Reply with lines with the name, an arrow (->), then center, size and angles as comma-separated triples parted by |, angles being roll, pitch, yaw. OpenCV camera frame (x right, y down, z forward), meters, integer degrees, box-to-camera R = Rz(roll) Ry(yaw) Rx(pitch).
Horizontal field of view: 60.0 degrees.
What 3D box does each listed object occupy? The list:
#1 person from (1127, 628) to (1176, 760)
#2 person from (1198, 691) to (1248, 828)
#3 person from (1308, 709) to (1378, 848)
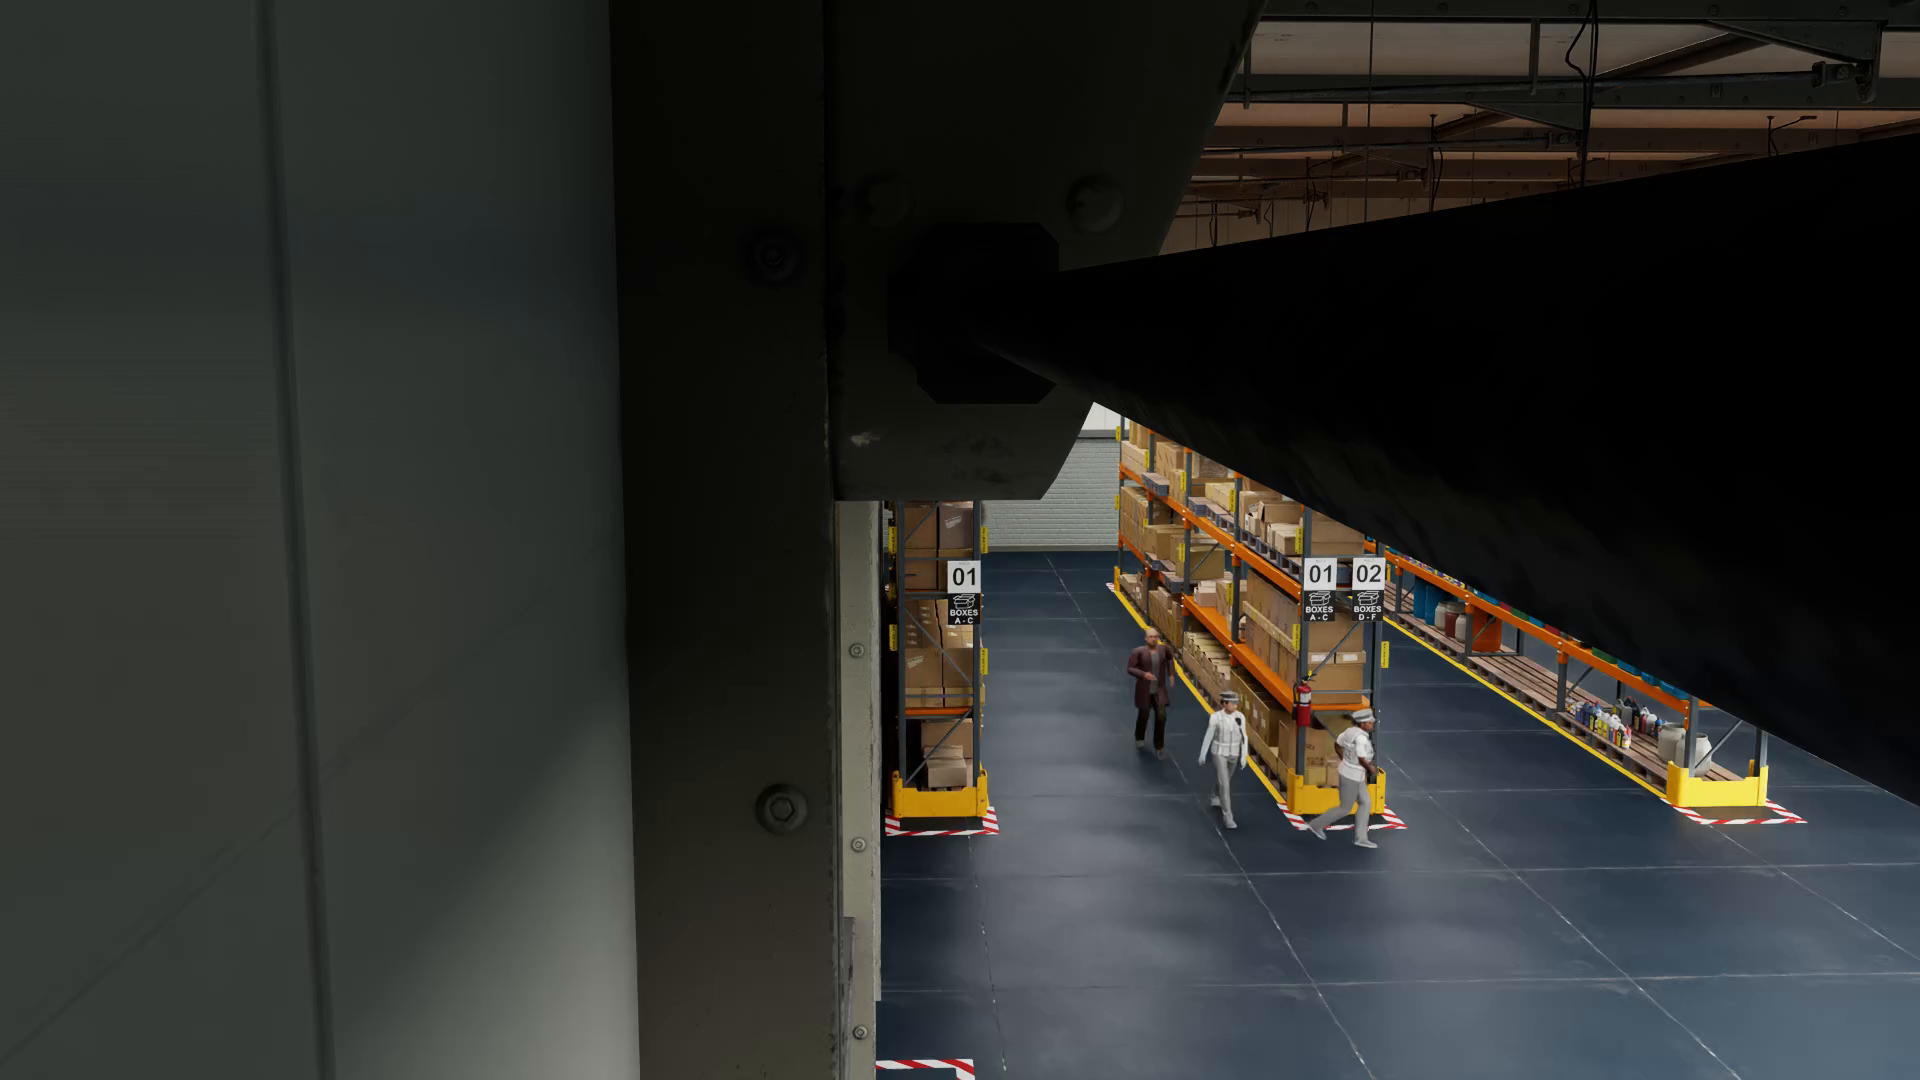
person -> 2.675, 2.143, 23.206 | 0.737, 1.867, 0.832 | -1, 8, -9
person -> 3.247, 2.620, 20.318 | 0.555, 1.598, 1.078 | -3, 9, -18
person -> 4.456, 2.759, 19.245 | 0.801, 1.655, 0.549 | 1, 8, 6
